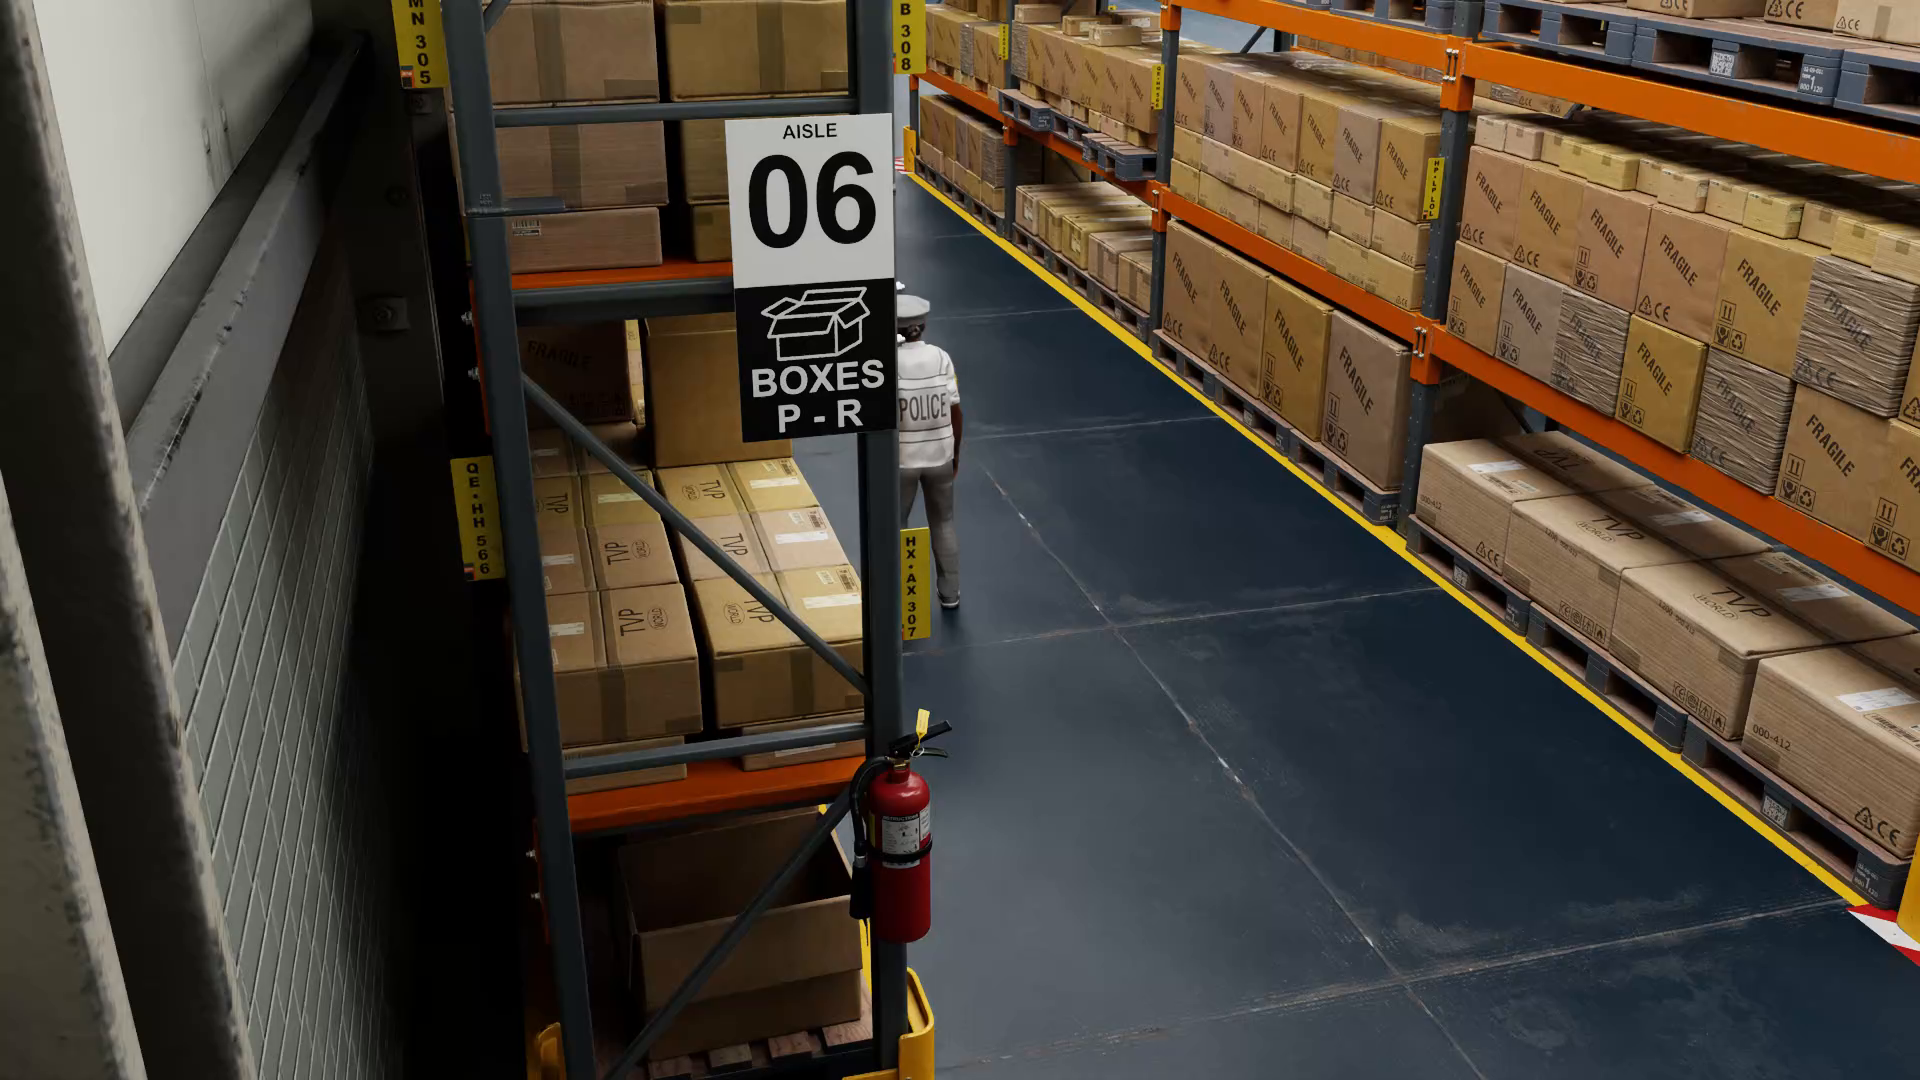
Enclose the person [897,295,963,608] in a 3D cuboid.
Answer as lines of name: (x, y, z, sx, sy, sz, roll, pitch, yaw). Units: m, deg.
person: (-0.222, -0.414, 8.568, 0.510, 1.659, 0.396, -7, 24, -17)
